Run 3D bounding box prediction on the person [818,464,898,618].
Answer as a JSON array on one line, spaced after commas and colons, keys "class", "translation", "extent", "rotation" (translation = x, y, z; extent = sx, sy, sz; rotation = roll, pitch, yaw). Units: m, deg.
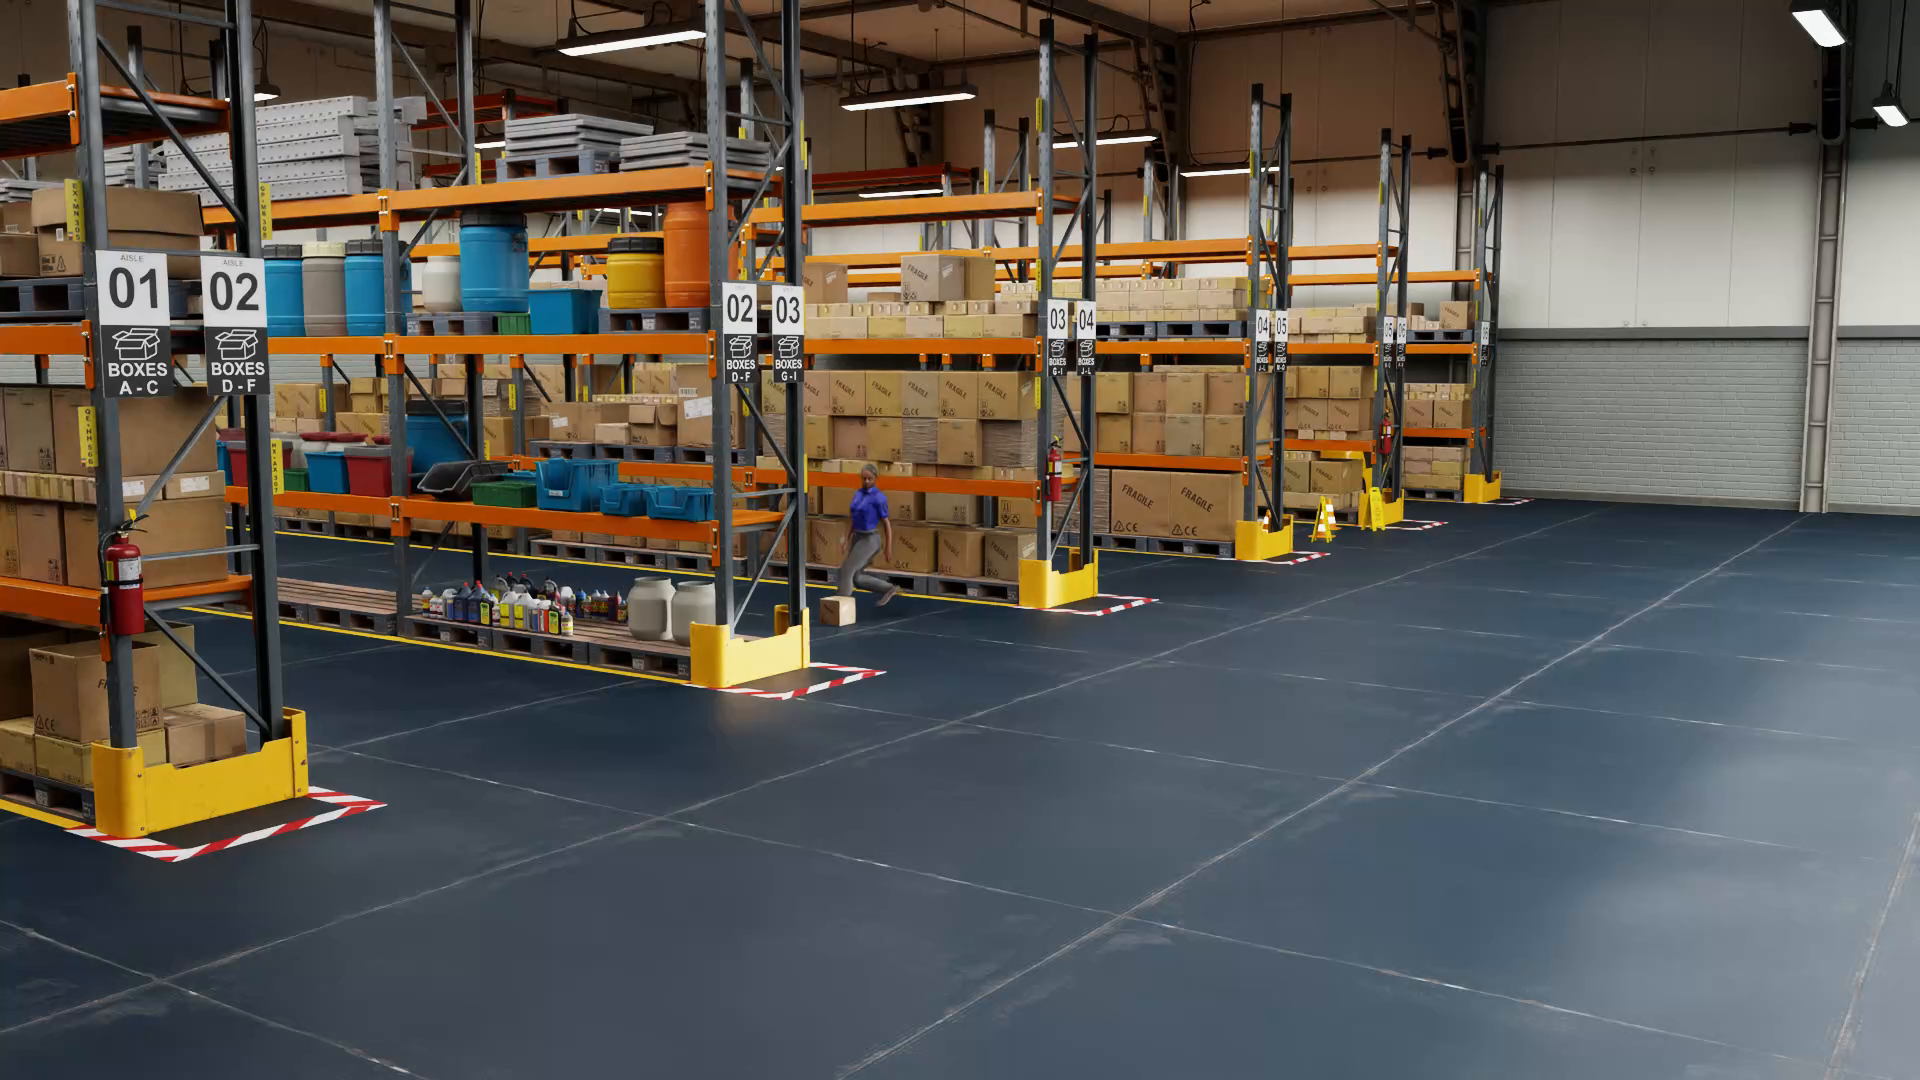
[{"class": "person", "translation": [-0.996, 0.007, 16.657], "extent": [0.958, 1.541, 0.427], "rotation": [-4, 8, -35]}]
